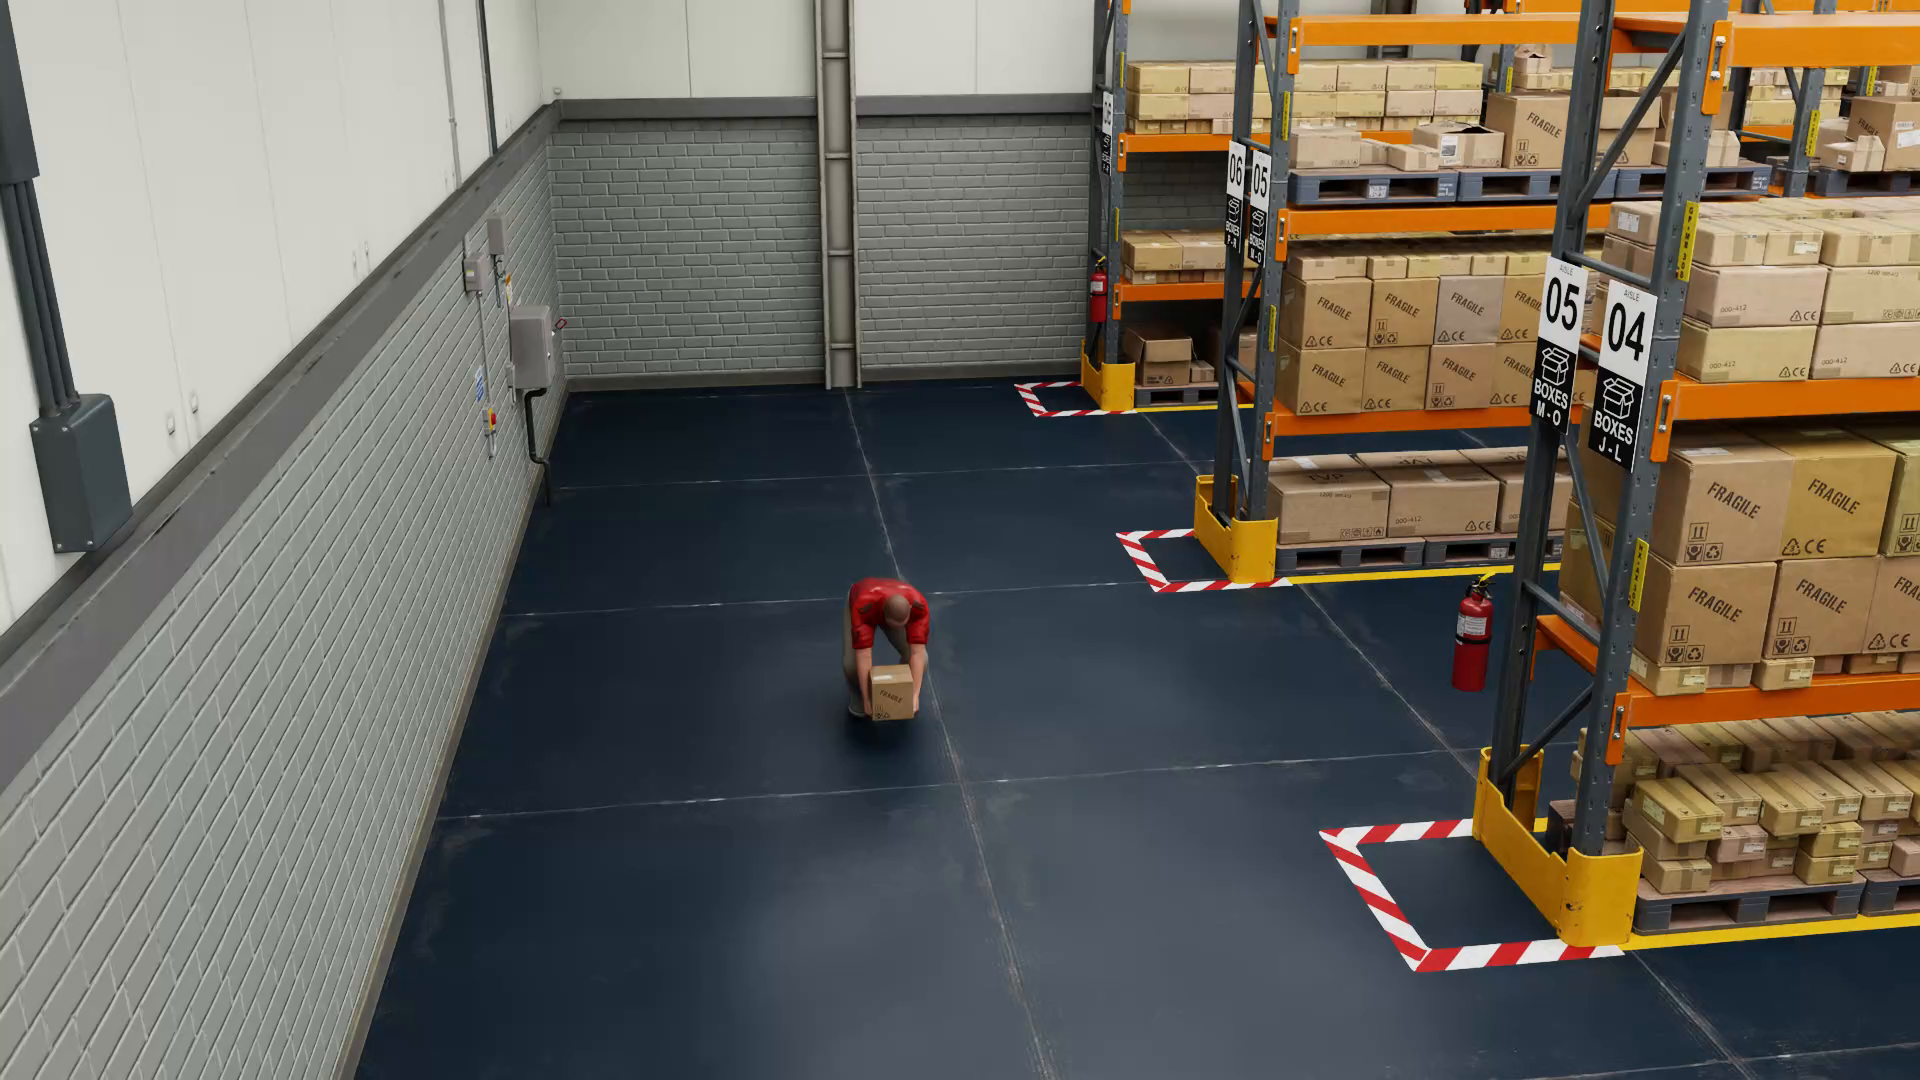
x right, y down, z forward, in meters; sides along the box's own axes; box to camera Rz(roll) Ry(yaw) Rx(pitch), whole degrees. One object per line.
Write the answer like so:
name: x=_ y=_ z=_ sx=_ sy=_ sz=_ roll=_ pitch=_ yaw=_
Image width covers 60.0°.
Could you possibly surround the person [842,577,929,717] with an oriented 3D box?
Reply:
person: x=-0.468 y=0.664 z=10.370 sx=0.544 sy=0.978 sz=0.925 roll=-4 pitch=20 yaw=-10
